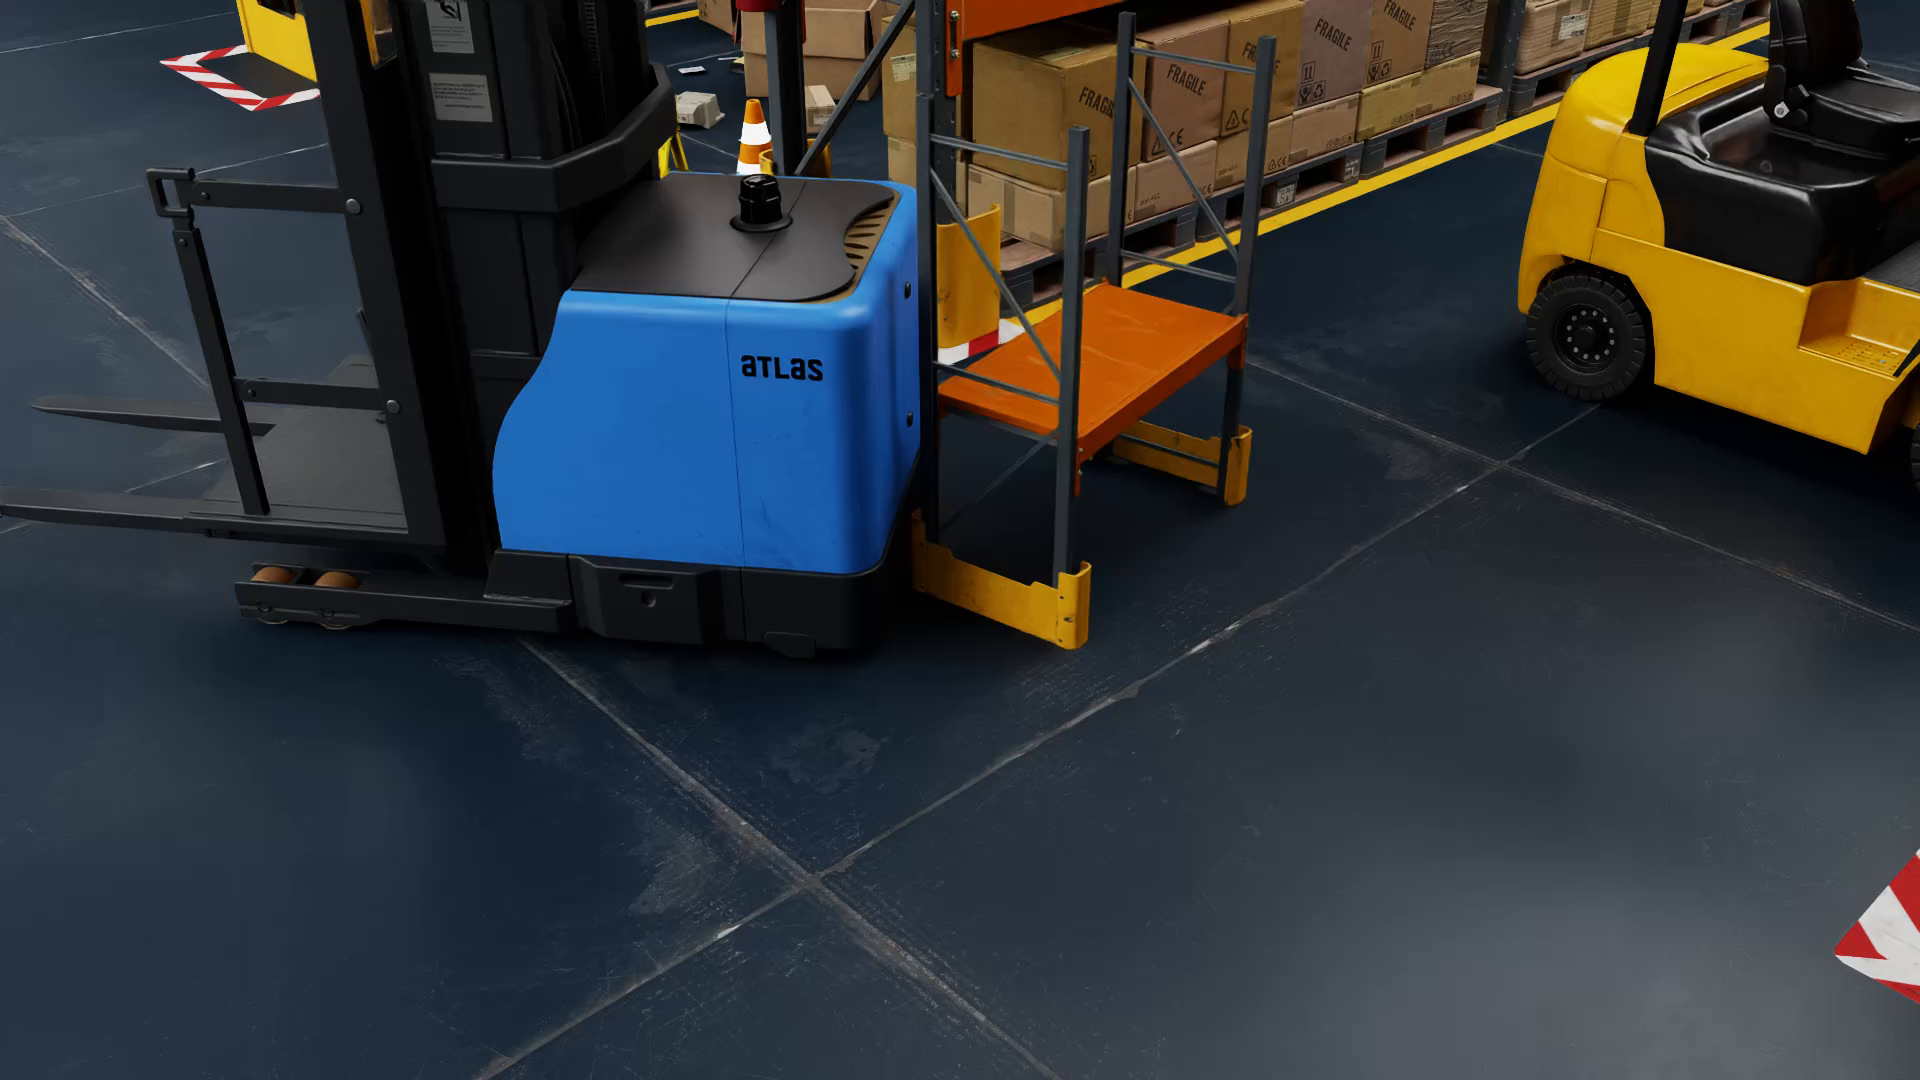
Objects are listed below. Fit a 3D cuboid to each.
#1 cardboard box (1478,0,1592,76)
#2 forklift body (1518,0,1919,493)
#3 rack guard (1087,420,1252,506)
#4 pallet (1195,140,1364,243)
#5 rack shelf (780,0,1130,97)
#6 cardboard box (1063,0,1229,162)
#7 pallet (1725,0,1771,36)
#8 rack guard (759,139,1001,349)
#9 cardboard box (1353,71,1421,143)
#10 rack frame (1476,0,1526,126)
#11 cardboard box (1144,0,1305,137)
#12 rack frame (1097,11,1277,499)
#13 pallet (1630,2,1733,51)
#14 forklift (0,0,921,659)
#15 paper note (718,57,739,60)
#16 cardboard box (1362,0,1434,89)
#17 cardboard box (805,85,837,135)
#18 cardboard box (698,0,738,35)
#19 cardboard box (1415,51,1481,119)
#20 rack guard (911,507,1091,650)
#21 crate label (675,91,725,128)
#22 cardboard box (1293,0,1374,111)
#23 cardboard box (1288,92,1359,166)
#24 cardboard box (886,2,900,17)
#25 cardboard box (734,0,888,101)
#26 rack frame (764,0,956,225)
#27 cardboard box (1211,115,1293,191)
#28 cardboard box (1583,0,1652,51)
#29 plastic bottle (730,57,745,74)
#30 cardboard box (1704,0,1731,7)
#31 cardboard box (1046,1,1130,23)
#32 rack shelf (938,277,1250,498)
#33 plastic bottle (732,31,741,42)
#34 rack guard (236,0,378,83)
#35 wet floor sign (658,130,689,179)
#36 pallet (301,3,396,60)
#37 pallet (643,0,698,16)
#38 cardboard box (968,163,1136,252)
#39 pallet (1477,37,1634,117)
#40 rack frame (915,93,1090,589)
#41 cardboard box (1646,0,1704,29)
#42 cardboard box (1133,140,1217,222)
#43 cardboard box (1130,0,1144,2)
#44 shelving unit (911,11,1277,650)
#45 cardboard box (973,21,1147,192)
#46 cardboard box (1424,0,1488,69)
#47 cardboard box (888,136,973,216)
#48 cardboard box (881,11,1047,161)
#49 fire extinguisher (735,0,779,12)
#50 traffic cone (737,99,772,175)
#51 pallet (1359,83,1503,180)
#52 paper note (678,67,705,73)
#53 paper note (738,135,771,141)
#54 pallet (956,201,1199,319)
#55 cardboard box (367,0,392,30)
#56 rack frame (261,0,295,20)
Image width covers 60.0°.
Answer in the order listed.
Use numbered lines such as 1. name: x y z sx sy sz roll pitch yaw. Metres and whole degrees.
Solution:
1. cardboard box: 2.921 -2.931 9.285 0.625 0.372 0.950 -25 39 -35
2. forklift body: 3.133 -1.378 5.442 1.214 2.155 2.313 -26 40 -35
3. rack guard: 0.683 -0.319 5.532 0.587 0.250 0.087 20 37 29
4. pallet: 1.175 -1.810 8.007 1.213 0.211 1.003 -26 40 -35
5. rack shelf: 1.071 -2.670 7.430 4.000 0.370 1.077 -26 40 -35
6. cardboard box: 0.782 -1.969 7.110 0.500 0.500 0.500 -28 41 -37
7. pallet: 4.897 -3.639 10.998 1.213 0.211 1.003 -26 40 -35
8. rack guard: -0.339 -1.228 6.779 0.348 0.500 1.175 -26 40 -35
9. cardboard box: 1.904 -2.187 8.184 0.500 0.250 0.500 -27 41 -37
10. rack frame: 2.538 -3.686 8.403 0.127 3.000 1.000 -26 40 -35
11. cardboard box: 1.155 -2.144 7.396 0.500 0.500 0.500 -25 39 -35
12. rack frame: 0.684 -0.853 5.207 0.500 1.500 0.032 20 37 29
13. pallet: 4.003 -3.208 10.294 1.213 0.211 1.003 -26 40 -35
14. forklift: -1.648 -1.257 4.497 3.031 2.935 1.130 4 32 7
15. paper note: -1.383 -2.883 9.955 0.123 0.001 0.032 -7 32 -11
16. cardboard box: 1.915 -2.519 8.008 0.500 0.500 0.500 -25 39 -35
17. cardboard box: -0.808 -2.288 8.850 0.250 0.149 0.380 -7 32 -11
18. cardboard box: -1.342 -3.535 10.550 0.500 0.500 0.500 -19 36 -28
19. cardboard box: 2.287 -2.380 8.499 0.500 0.250 0.500 -24 39 -33
20. rack guard: 0.111 0.106 4.837 0.587 0.250 0.087 20 37 29
21. crate label: -1.427 -2.299 8.878 0.250 0.136 0.298 9 33 15
22. cardboard box: 1.541 -2.337 7.711 0.500 0.500 0.500 -23 39 -33
23. cardboard box: 1.528 -2.008 7.892 0.500 0.250 0.500 -25 39 -35
24. cardboard box: -0.148 -3.187 9.849 0.503 0.637 0.797 -26 40 -35
25. cardboard box: -0.829 -2.794 9.336 0.797 0.503 0.637 4 32 6
26. rack frame: -0.395 -2.267 6.083 0.127 3.000 1.000 -26 40 -35
27. cardboard box: 1.155 -1.830 7.601 0.500 0.250 0.500 -23 38 -32
28. cardboard box: 3.446 -3.187 9.704 0.625 0.372 0.950 -23 38 -33
29. plastic bottle: -1.224 -2.810 9.787 0.133 0.061 0.283 15 34 23
30. cardboard box: 4.514 -3.702 10.545 0.625 0.372 0.950 -27 40 -36
31. cardboard box: 0.395 -2.164 7.427 0.500 0.500 0.500 -24 39 -34
32. rack shelf: 0.392 -0.482 4.946 0.538 0.185 1.000 20 37 29
33. plastic bottle: -1.254 -3.107 10.273 0.283 0.061 0.133 15 34 23
34. rack guard: -3.852 -3.050 9.759 0.348 0.500 1.175 -26 40 -35
35. wet floor sign: -1.262 -1.605 7.256 0.232 0.644 0.267 -12 34 -19
36. pallet: -3.302 -3.249 10.361 1.213 0.211 1.003 -26 40 -35
37. pallet: -2.407 -3.679 11.065 1.213 0.211 1.003 -26 40 -35
38. cardboard box: 0.384 -1.454 6.985 0.500 0.250 0.500 -26 40 -36
39. pallet: 3.108 -2.773 9.583 1.213 0.211 1.003 -26 40 -35
40. rack frame: 0.100 -0.419 4.497 0.500 1.500 0.032 20 37 29
41. cardboard box: 3.954 -3.435 10.108 0.625 0.372 0.950 -24 39 -34
42. cardboard box: 0.764 -1.632 7.277 0.500 0.250 0.500 -24 39 -34
43. cardboard box: 0.770 -2.340 7.716 0.500 0.500 0.500 -27 40 -36
44. shelving unit: 0.397 -0.640 4.859 0.587 1.500 1.083 20 37 29
45. cardboard box: 0.401 -1.782 6.804 0.500 0.500 0.500 -27 41 -37
46. cardboard box: 2.287 -2.700 8.304 0.500 0.500 0.500 -26 40 -36
47. cardboard box: 0.032 -1.672 7.341 0.500 0.250 0.500 -26 40 -36
48. cardboard box: 0.015 -1.977 7.123 0.500 0.500 0.500 -26 40 -35
49. fire extinguisher: -0.792 -2.370 6.325 0.183 0.674 0.296 -26 40 -35
50. traffic cone: -0.957 -1.831 7.801 0.334 0.463 0.336 -26 40 -35
51. pallet: 2.070 -2.245 8.719 1.213 0.211 1.003 -26 40 -35
52. paper note: -1.561 -2.750 9.719 0.142 0.017 0.144 -12 34 -19
53. paper note: -1.055 -2.097 8.651 0.148 0.019 0.142 15 34 23
54. pallet: 0.280 -1.379 7.303 1.213 0.211 1.003 -26 40 -35
55. cardboard box: -3.383 -3.664 10.000 0.875 0.875 0.875 -26 40 -35
56. rack frame: -3.835 -4.125 9.121 0.127 3.000 1.000 -26 40 -35
